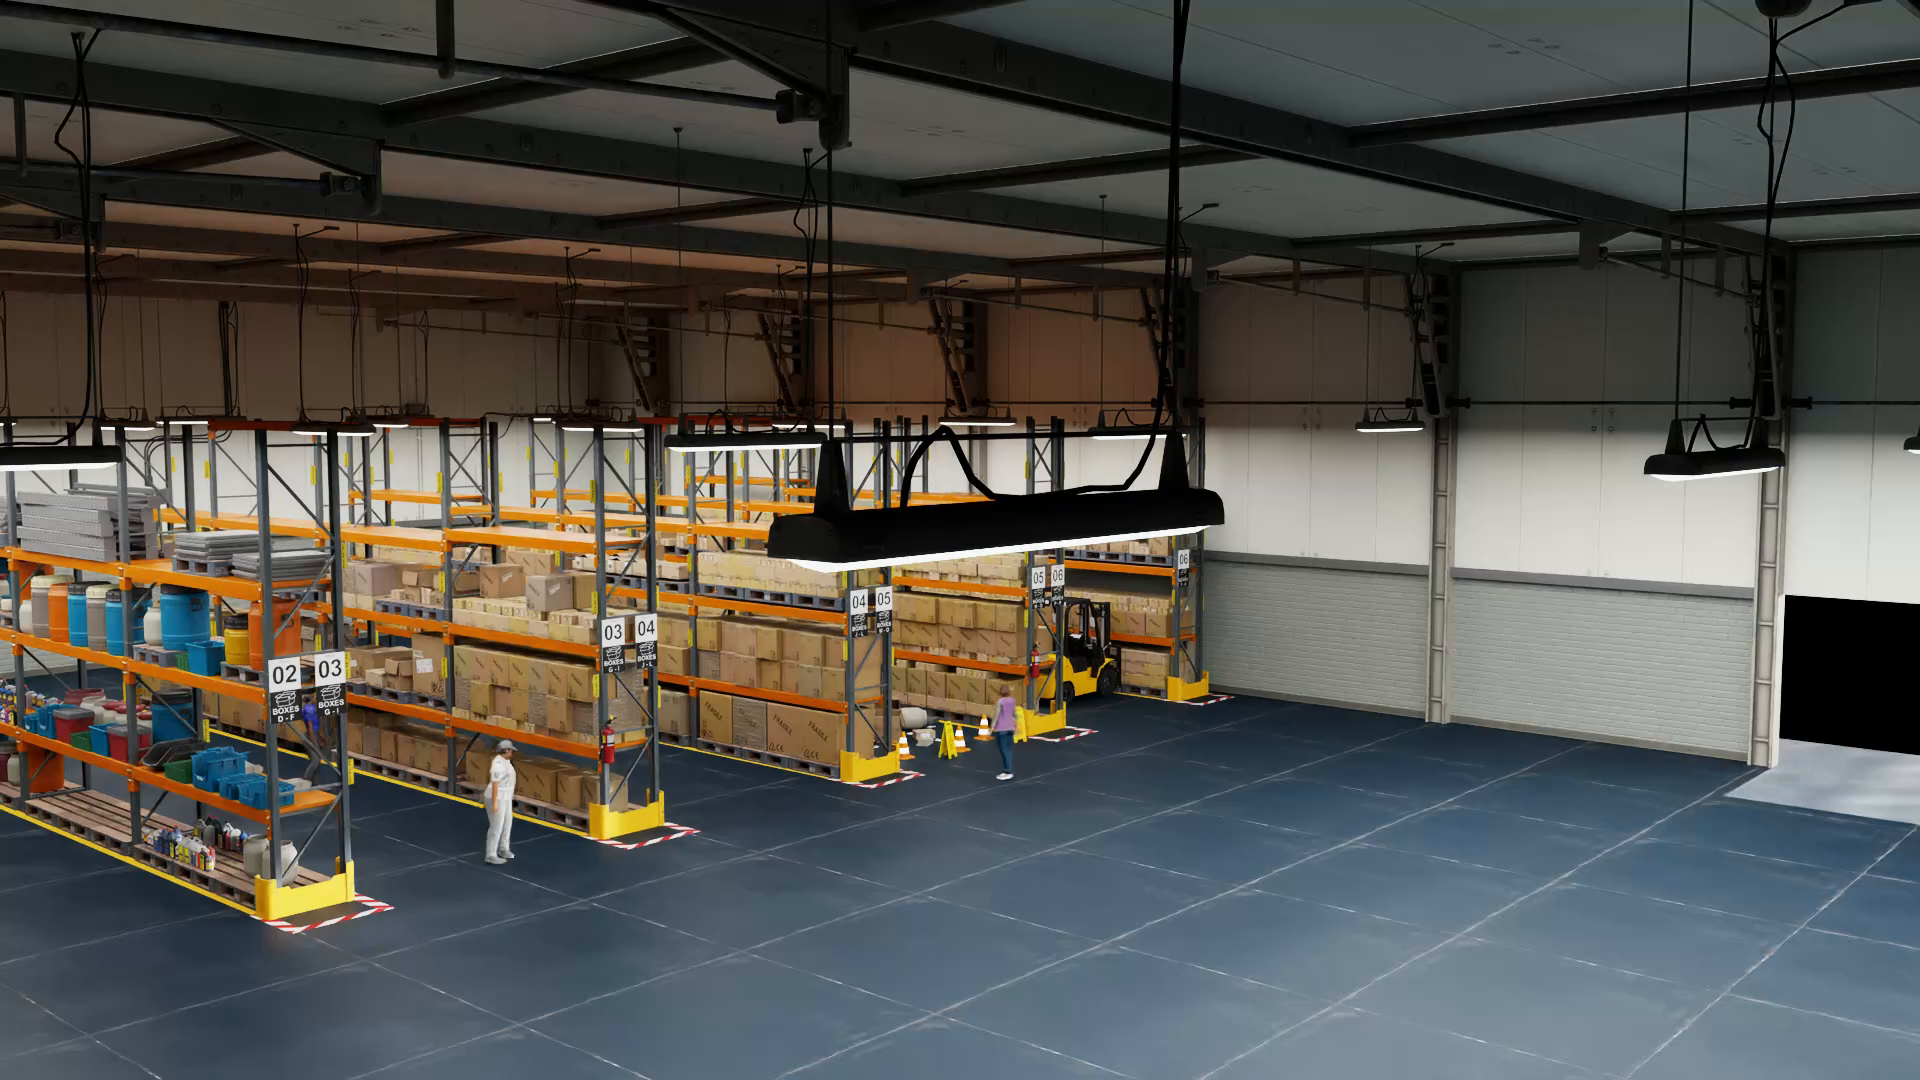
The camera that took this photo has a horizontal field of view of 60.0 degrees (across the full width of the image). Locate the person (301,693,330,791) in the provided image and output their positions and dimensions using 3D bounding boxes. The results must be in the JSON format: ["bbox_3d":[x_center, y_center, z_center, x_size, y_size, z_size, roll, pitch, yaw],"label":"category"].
[{"bbox_3d":[-10.457,3.283,26.942,0.405,1.646,0.615,-1,5,-15],"label":"person"}]

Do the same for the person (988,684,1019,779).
[{"bbox_3d":[0.745,3.216,27.916,0.533,1.620,0.332,-4,6,-37],"label":"person"}]

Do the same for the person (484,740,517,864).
[{"bbox_3d":[-6.354,3.598,22.994,0.433,1.672,0.565,0,5,0],"label":"person"}]
